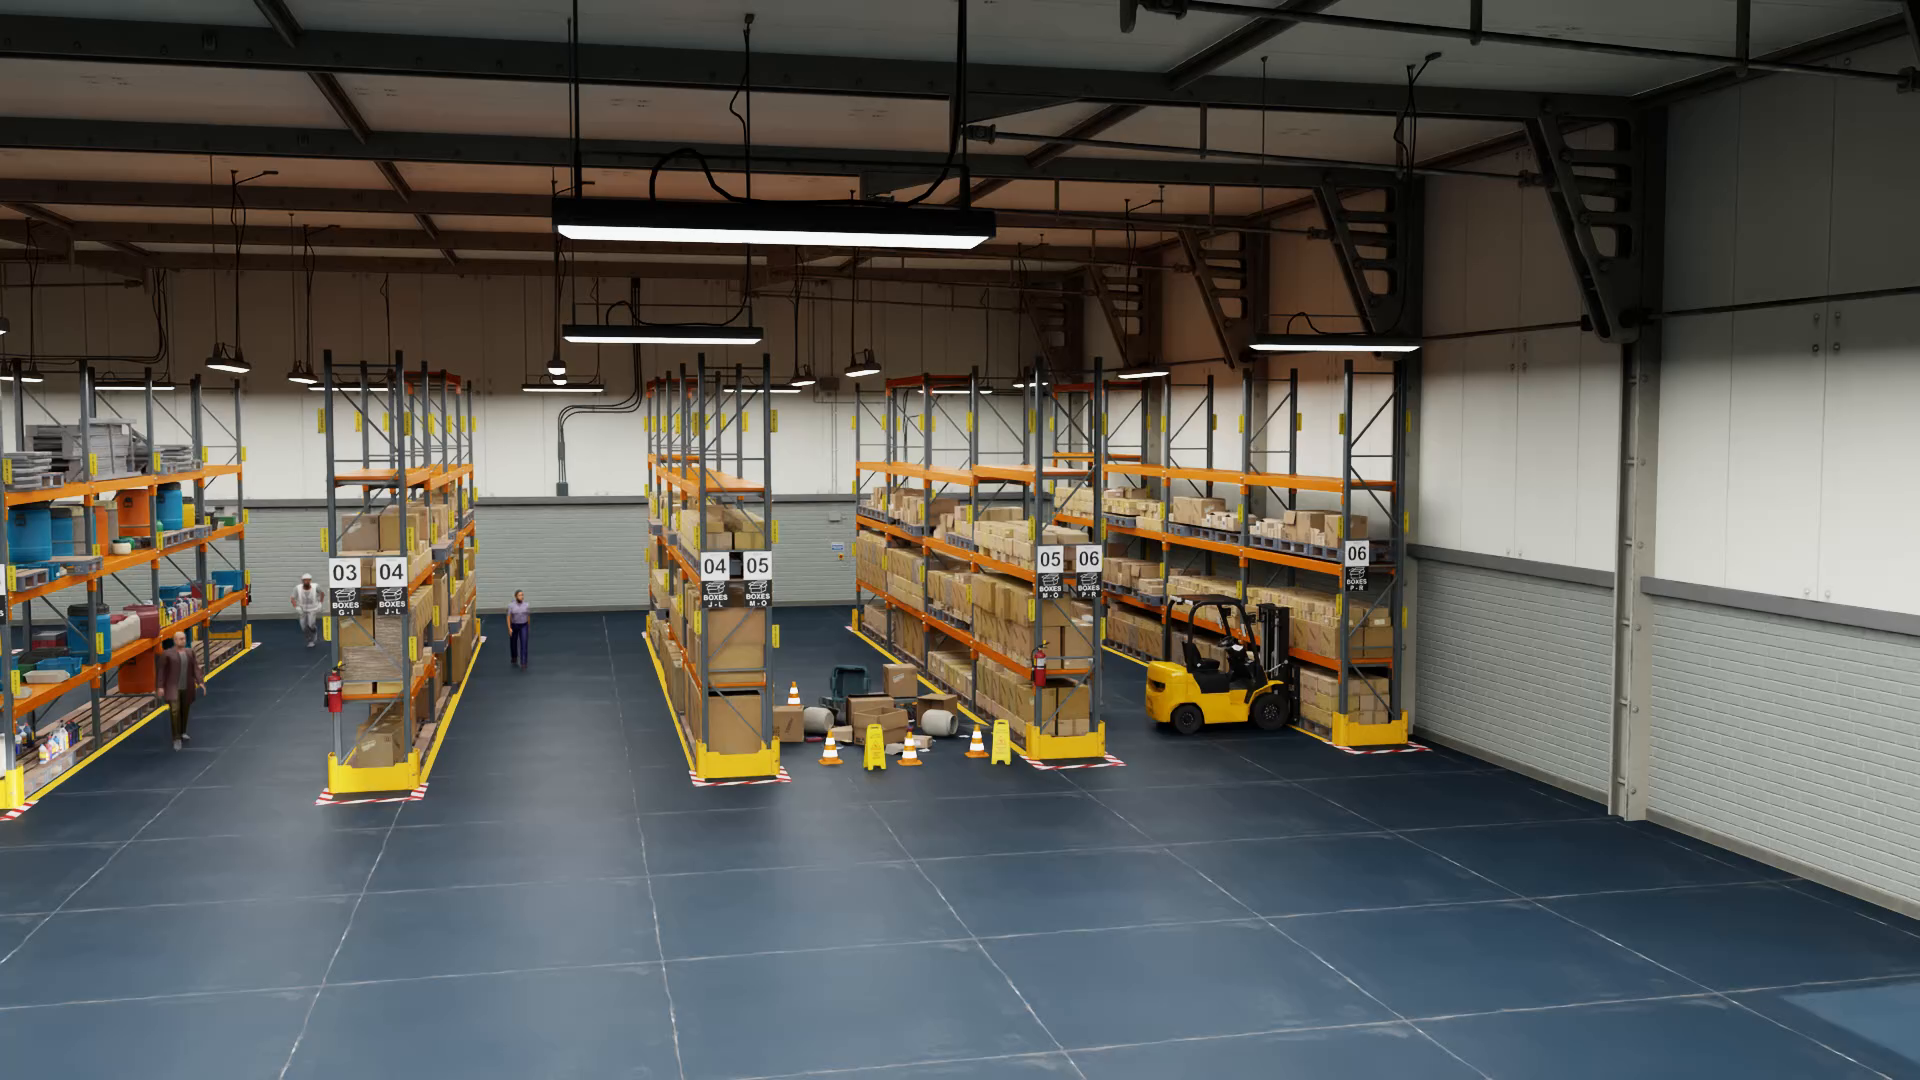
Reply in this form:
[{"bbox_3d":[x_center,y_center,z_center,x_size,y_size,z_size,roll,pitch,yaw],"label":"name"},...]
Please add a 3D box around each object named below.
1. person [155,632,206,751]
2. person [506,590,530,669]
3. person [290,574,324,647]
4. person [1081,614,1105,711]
[{"bbox_3d":[-12.140,2.333,25.895,0.701,1.819,0.890,-3,5,-38],"label":"person"},{"bbox_3d":[-9.082,1.810,34.190,0.460,1.587,1.043,-1,4,-14],"label":"person"},{"bbox_3d":[-14.628,1.574,37.299,0.654,1.677,0.652,0,4,-5],"label":"person"},{"bbox_3d":[2.266,2.137,29.023,0.506,1.680,0.457,0,4,-6],"label":"person"}]
